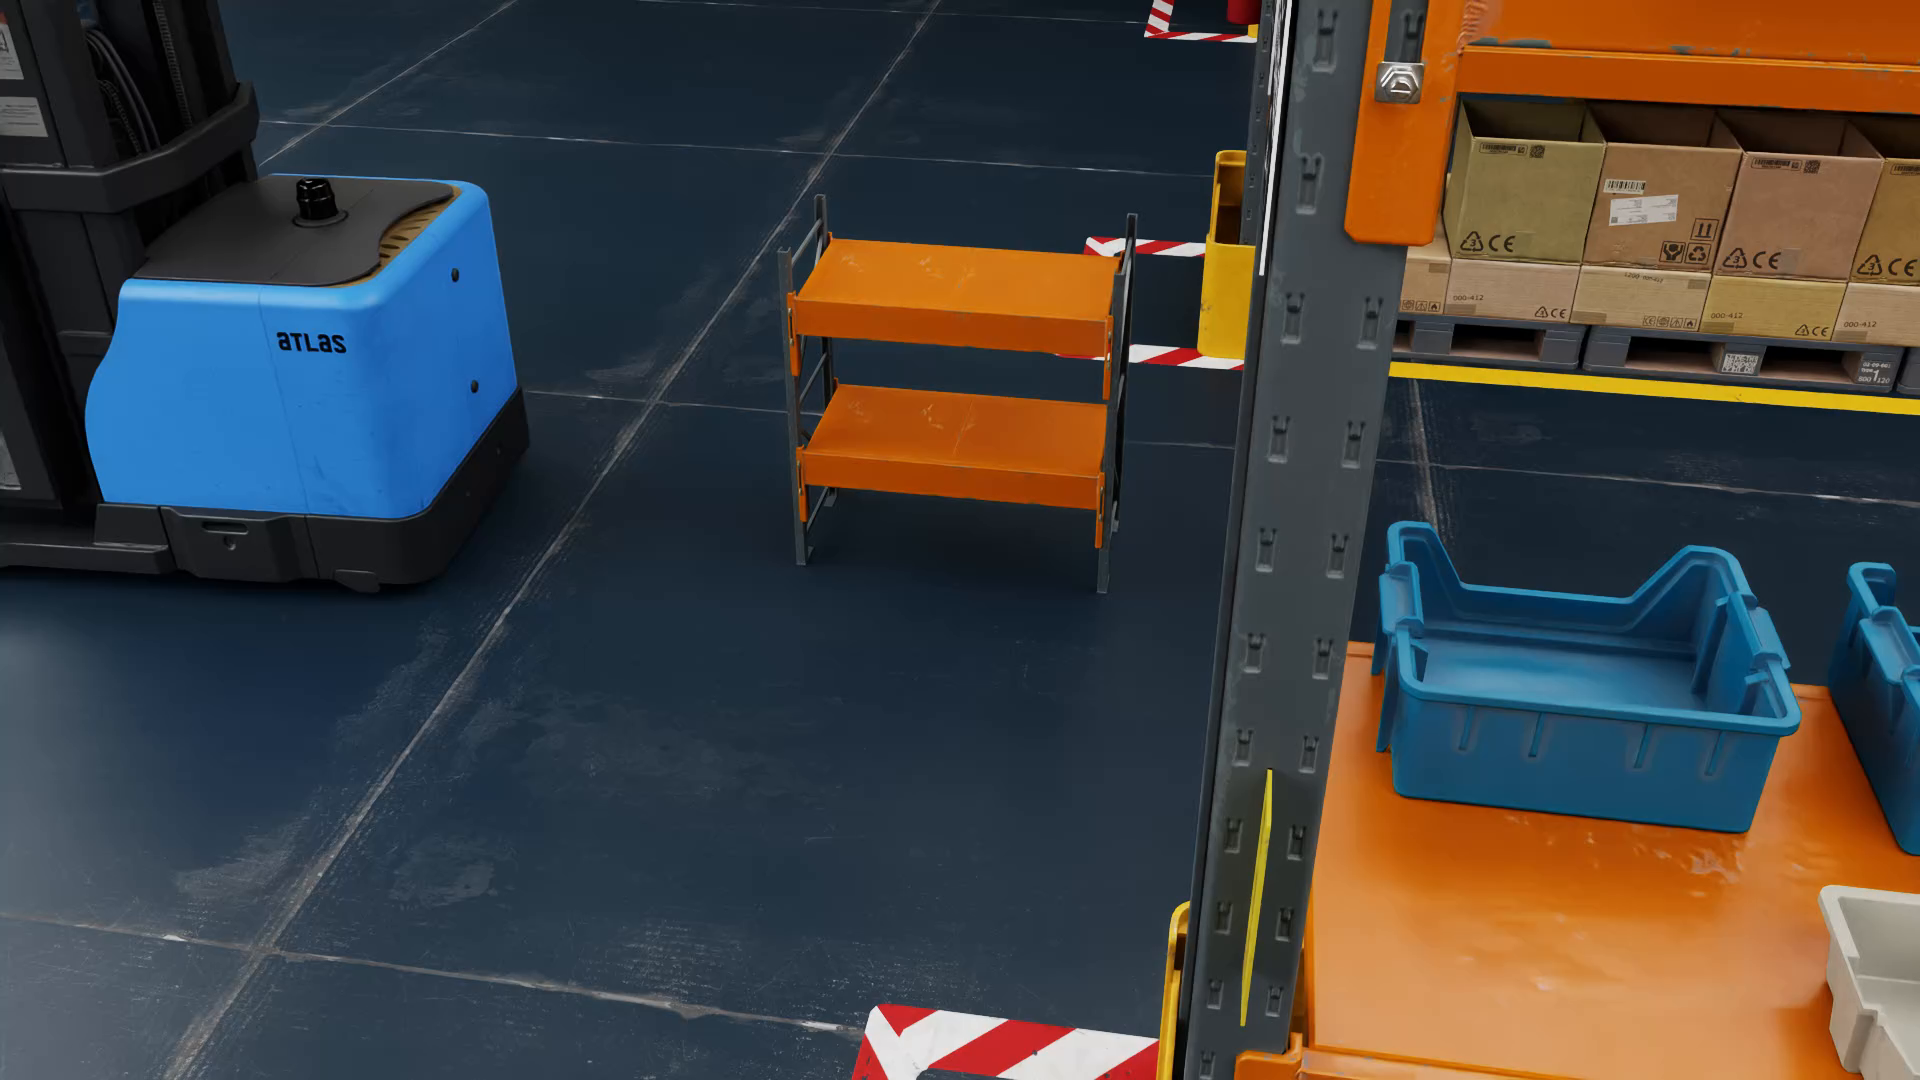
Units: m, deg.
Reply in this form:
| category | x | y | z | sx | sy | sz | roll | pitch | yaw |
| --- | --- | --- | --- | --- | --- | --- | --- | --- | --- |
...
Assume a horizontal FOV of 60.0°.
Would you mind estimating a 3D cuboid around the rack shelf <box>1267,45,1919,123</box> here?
| category | x | y | z | sx | sy | sz | roll | pitch | yaw |
| --- | --- | --- | --- | --- | --- | --- | --- | --- | --- |
| rack shelf | 3.257 | -1.848 | 6.553 | 4.000 | 0.370 | 1.077 | 5 | 32 | 8 |

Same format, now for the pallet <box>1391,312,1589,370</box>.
| category | x | y | z | sx | sy | sz | roll | pitch | yaw |
| --- | --- | --- | --- | --- | --- | --- | --- | --- | --- |
| pallet | 2.047 | -1.103 | 7.313 | 1.213 | 0.211 | 1.003 | 5 | 32 | 8 |

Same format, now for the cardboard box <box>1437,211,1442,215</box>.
| category | x | y | z | sx | sy | sz | roll | pitch | yaw |
| --- | --- | --- | --- | --- | --- | --- | --- | --- | --- |
| cardboard box | 1.864 | -1.451 | 7.436 | 0.500 | 0.250 | 0.500 | 5 | 32 | 8 |

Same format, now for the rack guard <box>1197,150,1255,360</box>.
| category | x | y | z | sx | sy | sz | roll | pitch | yaw |
| --- | --- | --- | --- | --- | --- | --- | --- | --- | --- |
| rack guard | 1.262 | -1.274 | 7.314 | 0.348 | 0.500 | 1.175 | 5 | 32 | 8 |

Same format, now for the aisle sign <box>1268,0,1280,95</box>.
| category | x | y | z | sx | sy | sz | roll | pitch | yaw |
| --- | --- | --- | --- | --- | --- | --- | --- | --- | --- |
| aisle sign | 0.428 | -1.005 | 2.078 | 0.004 | 0.787 | 0.394 | 5 | 32 | 8 |

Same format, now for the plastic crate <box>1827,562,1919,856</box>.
| category | x | y | z | sx | sy | sz | roll | pitch | yaw |
| --- | --- | --- | --- | --- | --- | --- | --- | --- | --- |
| plastic crate | 1.632 | 0.271 | 2.630 | 0.408 | 0.251 | 0.499 | 5 | 32 | 8 |

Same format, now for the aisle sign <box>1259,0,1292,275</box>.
| category | x | y | z | sx | sy | sz | roll | pitch | yaw |
| --- | --- | --- | --- | --- | --- | --- | --- | --- | --- |
| aisle sign | 0.328 | -0.696 | 1.585 | 0.004 | 0.787 | 0.394 | 5 | 32 | 8 |

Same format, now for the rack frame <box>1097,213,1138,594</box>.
| category | x | y | z | sx | sy | sz | roll | pitch | yaw |
| --- | --- | --- | --- | --- | --- | --- | --- | --- | --- |
| rack frame | 0.508 | -0.431 | 5.378 | 0.032 | 1.125 | 0.500 | 5 | 32 | 8 |

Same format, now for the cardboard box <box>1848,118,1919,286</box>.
| category | x | y | z | sx | sy | sz | roll | pitch | yaw |
| --- | --- | --- | --- | --- | --- | --- | --- | --- | --- |
| cardboard box | 3.750 | -1.325 | 6.529 | 0.500 | 0.500 | 0.500 | 5 | 32 | 8 |

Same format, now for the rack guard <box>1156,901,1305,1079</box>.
| category | x | y | z | sx | sy | sz | roll | pitch | yaw |
| --- | --- | --- | --- | --- | --- | --- | --- | --- | --- |
| rack guard | 0.532 | 1.301 | 3.201 | 0.348 | 0.500 | 1.175 | 5 | 32 | 8 |

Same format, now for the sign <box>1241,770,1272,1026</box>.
| category | x | y | z | sx | sy | sz | roll | pitch | yaw |
| --- | --- | --- | --- | --- | --- | --- | --- | --- | --- |
| sign | 0.352 | 0.429 | 1.977 | 0.005 | 0.325 | 0.100 | 5 | 32 | 8 |

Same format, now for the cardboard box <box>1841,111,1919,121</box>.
| category | x | y | z | sx | sy | sz | roll | pitch | yaw |
| --- | --- | --- | --- | --- | --- | --- | --- | --- | --- |
| cardboard box | 3.838 | -1.599 | 6.966 | 0.500 | 0.500 | 0.500 | 5 | 32 | 8 |

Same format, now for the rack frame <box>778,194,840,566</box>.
| category | x | y | z | sx | sy | sz | roll | pitch | yaw |
| --- | --- | --- | --- | --- | --- | --- | --- | --- | --- |
| rack frame | -0.494 | -0.522 | 5.523 | 0.032 | 1.125 | 0.500 | 5 | 32 | 8 |

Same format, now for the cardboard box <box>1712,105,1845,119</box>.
| category | x | y | z | sx | sy | sz | roll | pitch | yaw |
| --- | --- | --- | --- | --- | --- | --- | --- | --- | --- |
| cardboard box | 3.345 | -1.643 | 7.036 | 0.500 | 0.500 | 0.500 | 5 | 32 | 8 |

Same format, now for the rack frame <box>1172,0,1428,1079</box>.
| category | x | y | z | sx | sy | sz | roll | pitch | yaw |
| --- | --- | --- | --- | --- | --- | --- | --- | --- | --- |
| rack frame | 0.448 | 0.261 | 2.506 | 0.053 | 2.616 | 0.949 | 5 | 32 | 8 |

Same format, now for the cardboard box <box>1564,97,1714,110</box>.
| category | x | y | z | sx | sy | sz | roll | pitch | yaw |
| --- | --- | --- | --- | --- | --- | --- | --- | --- | --- |
| cardboard box | 2.853 | -1.688 | 7.108 | 0.500 | 0.500 | 0.500 | 5 | 32 | 8 |

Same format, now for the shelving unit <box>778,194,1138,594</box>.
| category | x | y | z | sx | sy | sz | roll | pitch | yaw |
| --- | --- | --- | --- | --- | --- | --- | --- | --- | --- |
| shelving unit | 0.007 | -0.476 | 5.451 | 1.048 | 1.125 | 0.538 | 5 | 32 | 8 |

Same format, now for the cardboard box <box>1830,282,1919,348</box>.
| category | x | y | z | sx | sy | sz | roll | pitch | yaw |
| --- | --- | --- | --- | --- | --- | --- | --- | --- | --- |
| cardboard box | 3.748 | -1.001 | 6.717 | 0.500 | 0.250 | 0.500 | 5 | 32 | 8 |

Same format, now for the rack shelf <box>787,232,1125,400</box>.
| category | x | y | z | sx | sy | sz | roll | pitch | yaw |
| --- | --- | --- | --- | --- | --- | --- | --- | --- | --- |
| rack shelf | 0.007 | -0.724 | 5.295 | 1.000 | 0.278 | 0.538 | 5 | 32 | 8 |

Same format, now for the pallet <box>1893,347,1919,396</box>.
| category | x | y | z | sx | sy | sz | roll | pitch | yaw |
| --- | --- | --- | --- | --- | --- | --- | --- | --- | --- |
| pallet | 4.452 | -0.885 | 6.965 | 1.213 | 0.211 | 1.003 | 5 | 32 | 8 |

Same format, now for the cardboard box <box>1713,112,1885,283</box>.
| category | x | y | z | sx | sy | sz | roll | pitch | yaw |
| --- | --- | --- | --- | --- | --- | --- | --- | --- | --- |
| cardboard box | 3.255 | -1.362 | 6.588 | 0.500 | 0.500 | 0.500 | 5 | 32 | 8 |

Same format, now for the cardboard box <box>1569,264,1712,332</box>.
| category | x | y | z | sx | sy | sz | roll | pitch | yaw |
| --- | --- | --- | --- | --- | --- | --- | --- | --- | --- |
| cardboard box | 2.763 | -1.092 | 6.863 | 0.500 | 0.250 | 0.500 | 5 | 32 | 8 |

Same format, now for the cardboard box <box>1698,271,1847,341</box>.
| category | x | y | z | sx | sy | sz | roll | pitch | yaw |
| --- | --- | --- | --- | --- | --- | --- | --- | --- | --- |
| cardboard box | 3.255 | -1.045 | 6.788 | 0.500 | 0.250 | 0.500 | 5 | 32 | 8 |

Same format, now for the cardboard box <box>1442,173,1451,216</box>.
| category | x | y | z | sx | sy | sz | roll | pitch | yaw |
| --- | --- | --- | --- | --- | --- | --- | --- | --- | --- |
| cardboard box | 2.359 | -1.412 | 7.375 | 0.500 | 0.250 | 0.500 | 5 | 32 | 8 |

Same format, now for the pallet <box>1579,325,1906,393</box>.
| category | x | y | z | sx | sy | sz | roll | pitch | yaw |
| --- | --- | --- | --- | --- | --- | --- | --- | --- | --- |
| pallet | 3.246 | -0.993 | 7.137 | 1.213 | 0.211 | 1.003 | 5 | 32 | 8 |

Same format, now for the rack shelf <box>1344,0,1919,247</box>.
| category | x | y | z | sx | sy | sz | roll | pitch | yaw |
| --- | --- | --- | --- | --- | --- | --- | --- | --- | --- |
| rack shelf | 2.420 | -0.529 | 1.619 | 4.000 | 0.370 | 1.077 | 5 | 32 | 8 |

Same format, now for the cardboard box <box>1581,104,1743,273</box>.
| category | x | y | z | sx | sy | sz | roll | pitch | yaw |
| --- | --- | --- | --- | --- | --- | --- | --- | --- | --- |
| cardboard box | 2.765 | -1.416 | 6.674 | 0.500 | 0.500 | 0.500 | 5 | 32 | 8 |

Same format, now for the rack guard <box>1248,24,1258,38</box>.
| category | x | y | z | sx | sy | sz | roll | pitch | yaw |
| --- | --- | --- | --- | --- | --- | --- | --- | --- | --- |
| rack guard | 2.190 | -3.856 | 11.440 | 0.348 | 0.500 | 1.175 | 5 | 32 | 8 |

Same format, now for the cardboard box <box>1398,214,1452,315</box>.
| category | x | y | z | sx | sy | sz | roll | pitch | yaw |
| --- | --- | --- | --- | --- | --- | --- | --- | --- | --- |
| cardboard box | 1.777 | -1.180 | 7.003 | 0.500 | 0.250 | 0.500 | 5 | 32 | 8 |

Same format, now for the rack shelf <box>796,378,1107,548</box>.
| category | x | y | z | sx | sy | sz | roll | pitch | yaw |
| --- | --- | --- | --- | --- | --- | --- | --- | --- | --- |
| rack shelf | 0.007 | -0.269 | 5.580 | 1.000 | 0.278 | 0.538 | 5 | 32 | 8 |

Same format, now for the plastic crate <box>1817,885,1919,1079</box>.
| category | x | y | z | sx | sy | sz | roll | pitch | yaw |
| --- | --- | --- | --- | --- | --- | --- | --- | --- | --- |
| plastic crate | 1.277 | 0.619 | 2.183 | 0.250 | 0.136 | 0.298 | 5 | 32 | 8 |

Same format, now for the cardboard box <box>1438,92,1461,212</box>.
| category | x | y | z | sx | sy | sz | roll | pitch | yaw |
| --- | --- | --- | --- | --- | --- | --- | --- | --- | --- |
| cardboard box | 1.864 | -1.770 | 7.239 | 0.500 | 0.500 | 0.500 | 5 | 32 | 8 |

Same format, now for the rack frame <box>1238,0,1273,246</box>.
| category | x | y | z | sx | sy | sz | roll | pitch | yaw |
| --- | --- | --- | --- | --- | --- | --- | --- | --- | --- |
| rack frame | 1.286 | -2.331 | 6.648 | 0.127 | 3.000 | 1.000 | 5 | 32 | 8 |

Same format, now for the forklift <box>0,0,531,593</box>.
| category | x | y | z | sx | sy | sz | roll | pitch | yaw |
| --- | --- | --- | --- | --- | --- | --- | --- | --- | --- |
| forklift | -3.150 | -1.398 | 5.220 | 3.031 | 2.935 | 1.130 | 3 | 32 | 5 |

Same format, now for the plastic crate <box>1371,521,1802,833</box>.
| category | x | y | z | sx | sy | sz | roll | pitch | yaw |
| --- | --- | --- | --- | --- | --- | --- | --- | --- | --- |
| plastic crate | 0.992 | 0.210 | 2.727 | 0.616 | 0.251 | 0.499 | 5 | 32 | 8 |

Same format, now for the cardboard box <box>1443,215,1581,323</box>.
| category | x | y | z | sx | sy | sz | roll | pitch | yaw |
| --- | --- | --- | --- | --- | --- | --- | --- | --- | --- |
| cardboard box | 2.270 | -1.137 | 6.935 | 0.500 | 0.250 | 0.500 | 5 | 32 | 8 |

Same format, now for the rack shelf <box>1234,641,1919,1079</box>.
| category | x | y | z | sx | sy | sz | roll | pitch | yaw |
| --- | --- | --- | --- | --- | --- | --- | --- | --- | --- |
| rack shelf | 2.420 | 0.742 | 2.415 | 4.000 | 0.370 | 1.077 | 5 | 32 | 8 |

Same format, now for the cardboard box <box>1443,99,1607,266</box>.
| category | x | y | z | sx | sy | sz | roll | pitch | yaw |
| --- | --- | --- | --- | --- | --- | --- | --- | --- | --- |
| cardboard box | 2.270 | -1.454 | 6.735 | 0.500 | 0.500 | 0.500 | 5 | 32 | 8 |

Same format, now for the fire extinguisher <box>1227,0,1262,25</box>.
| category | x | y | z | sx | sy | sz | roll | pitch | yaw |
| --- | --- | --- | --- | --- | --- | --- | --- | --- | --- |
| fire extinguisher | 1.247 | -2.552 | 7.073 | 0.183 | 0.674 | 0.296 | 5 | 32 | 8 |
